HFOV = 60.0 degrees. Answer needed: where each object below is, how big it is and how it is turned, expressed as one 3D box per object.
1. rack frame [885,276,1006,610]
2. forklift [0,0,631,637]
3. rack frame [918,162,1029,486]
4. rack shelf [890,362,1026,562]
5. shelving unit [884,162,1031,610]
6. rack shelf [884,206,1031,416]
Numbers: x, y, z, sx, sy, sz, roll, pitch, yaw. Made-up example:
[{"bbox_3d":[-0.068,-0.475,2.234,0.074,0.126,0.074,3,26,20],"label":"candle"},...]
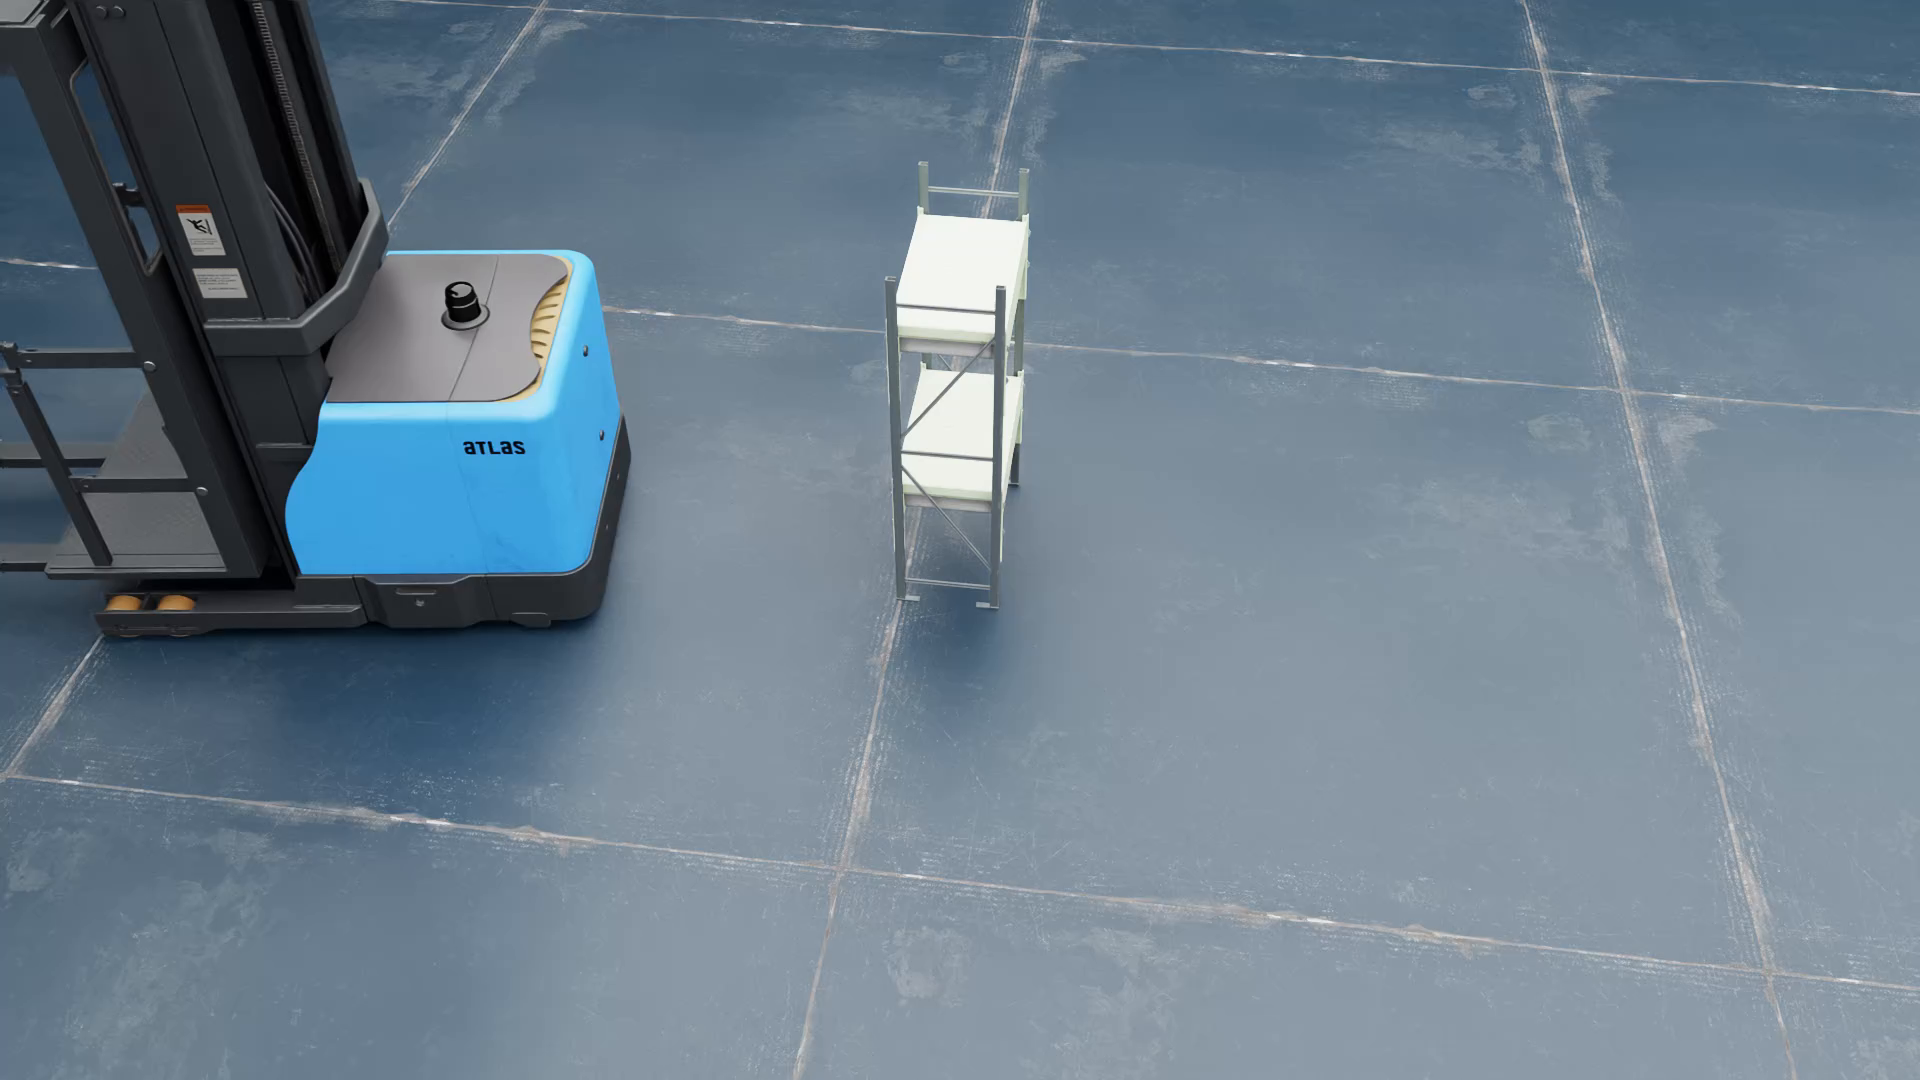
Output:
[{"bbox_3d":[-0.048,-0.300,5.976,0.400,1.500,0.023,5,44,6],"label":"rack frame"},{"bbox_3d":[-2.897,-1.060,5.738,3.031,2.935,1.130,0,43,0],"label":"forklift"},{"bbox_3d":[0.049,-0.799,6.503,0.400,1.500,0.023,5,44,6],"label":"rack frame"},{"bbox_3d":[0.001,-0.312,6.463,0.431,0.370,0.720,5,44,6],"label":"rack shelf"},{"bbox_3d":[0.001,-0.549,6.239,0.431,1.500,0.755,5,44,6],"label":"shelving unit"},{"bbox_3d":[0.001,-0.833,5.971,0.431,0.370,0.720,5,44,6],"label":"rack shelf"}]
